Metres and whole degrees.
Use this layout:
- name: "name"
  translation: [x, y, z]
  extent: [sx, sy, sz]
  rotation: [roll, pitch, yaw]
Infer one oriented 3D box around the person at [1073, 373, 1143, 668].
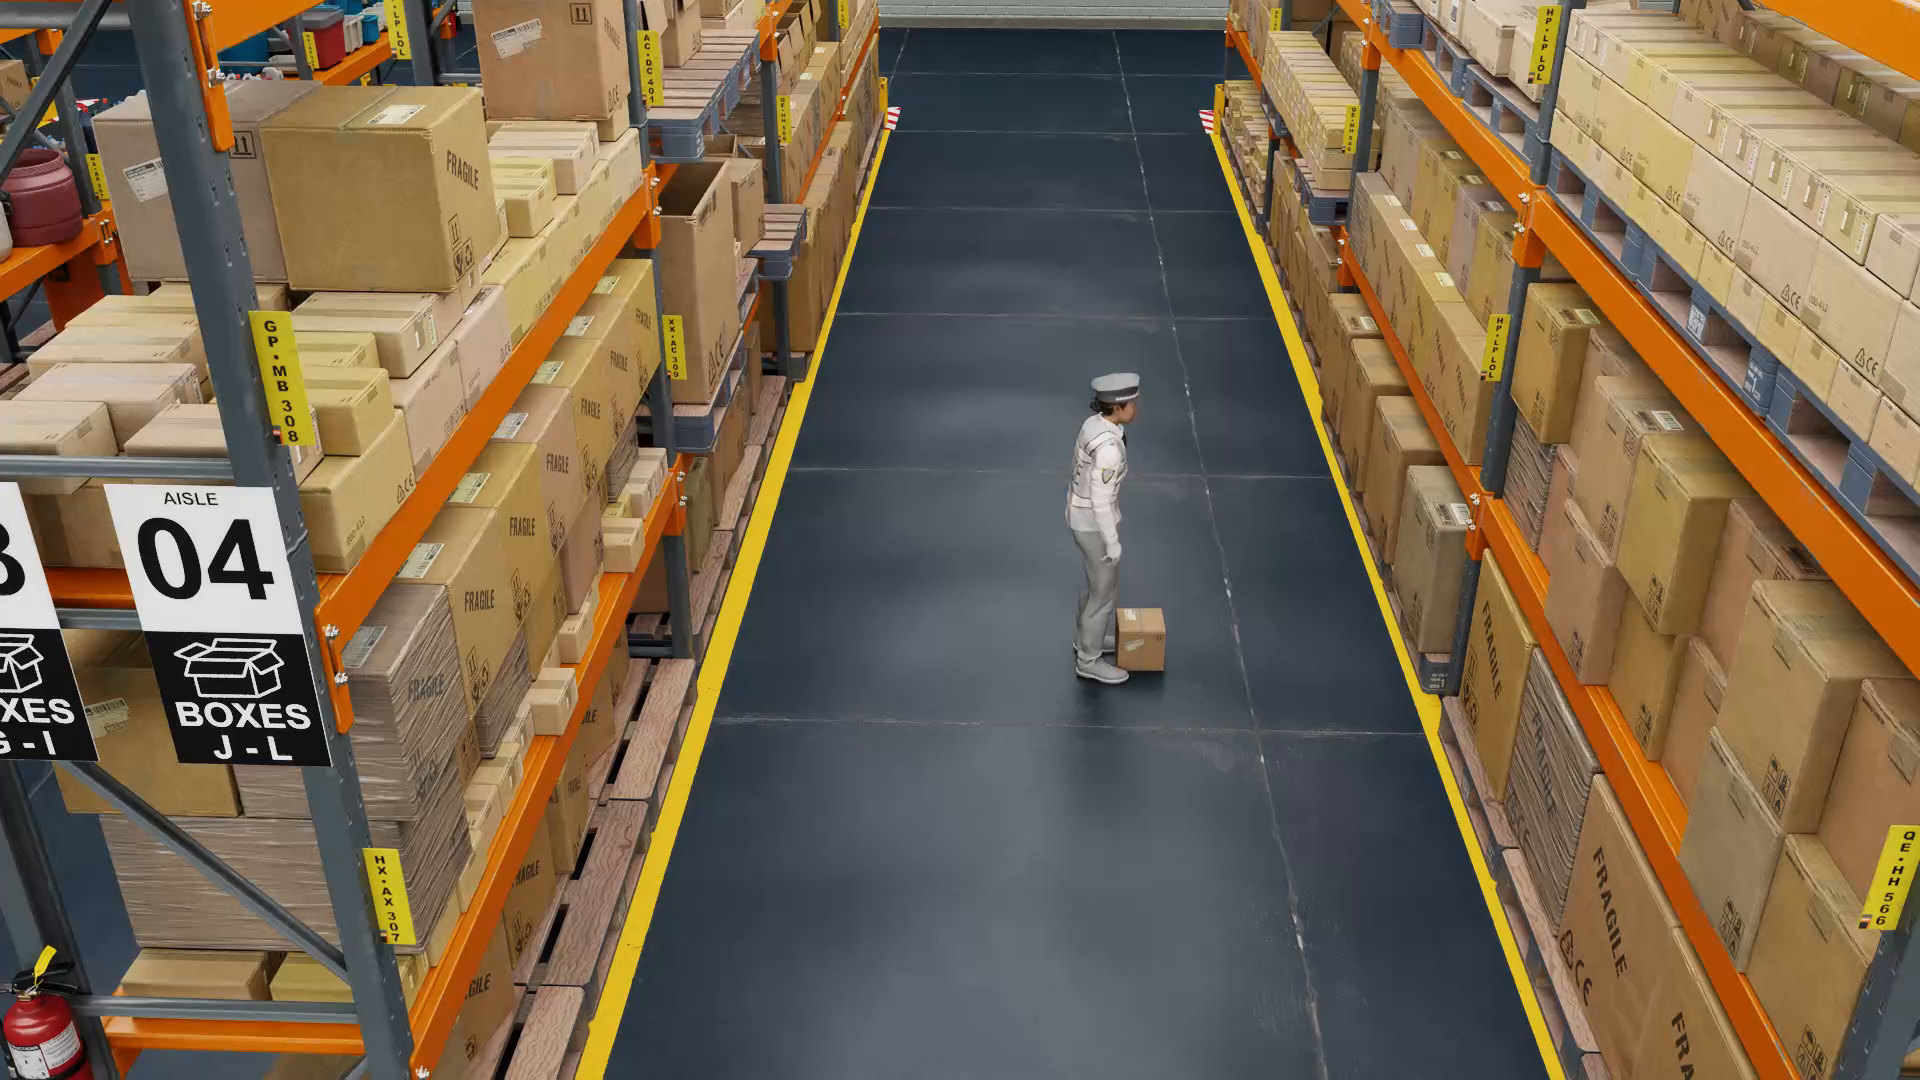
- name: "person"
  translation: [0.760, -0.111, 8.757]
  extent: [0.341, 1.603, 0.521]
  rotation: [0, 28, 0]
